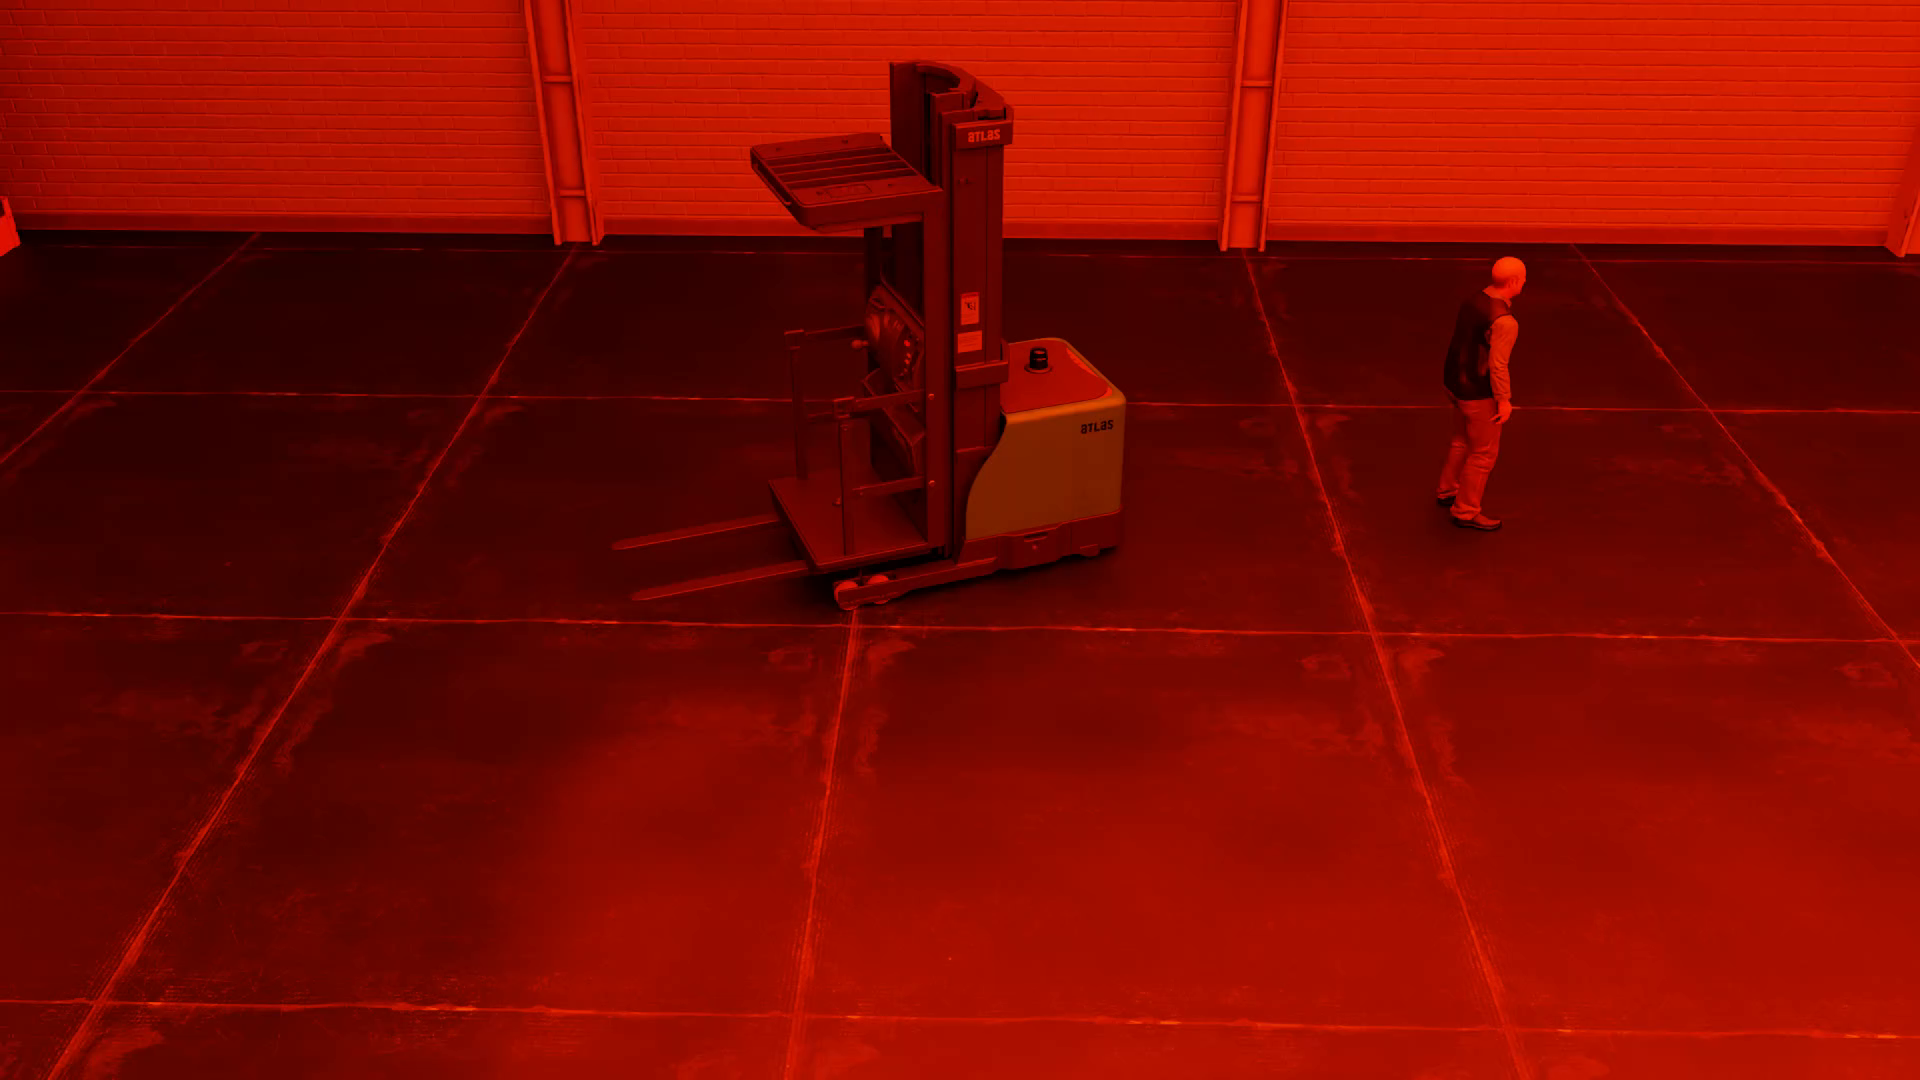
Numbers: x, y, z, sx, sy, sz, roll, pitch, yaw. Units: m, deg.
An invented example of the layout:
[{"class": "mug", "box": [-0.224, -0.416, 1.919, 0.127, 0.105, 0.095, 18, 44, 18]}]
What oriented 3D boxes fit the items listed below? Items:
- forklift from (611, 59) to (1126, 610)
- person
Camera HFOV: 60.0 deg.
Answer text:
[{"class": "forklift", "box": [-0.569, -1.153, 9.570, 3.031, 2.935, 1.130, -11, 32, -18]}, {"class": "person", "box": [3.237, -0.937, 10.395, 0.418, 1.722, 0.593, -4, 31, -7]}]
